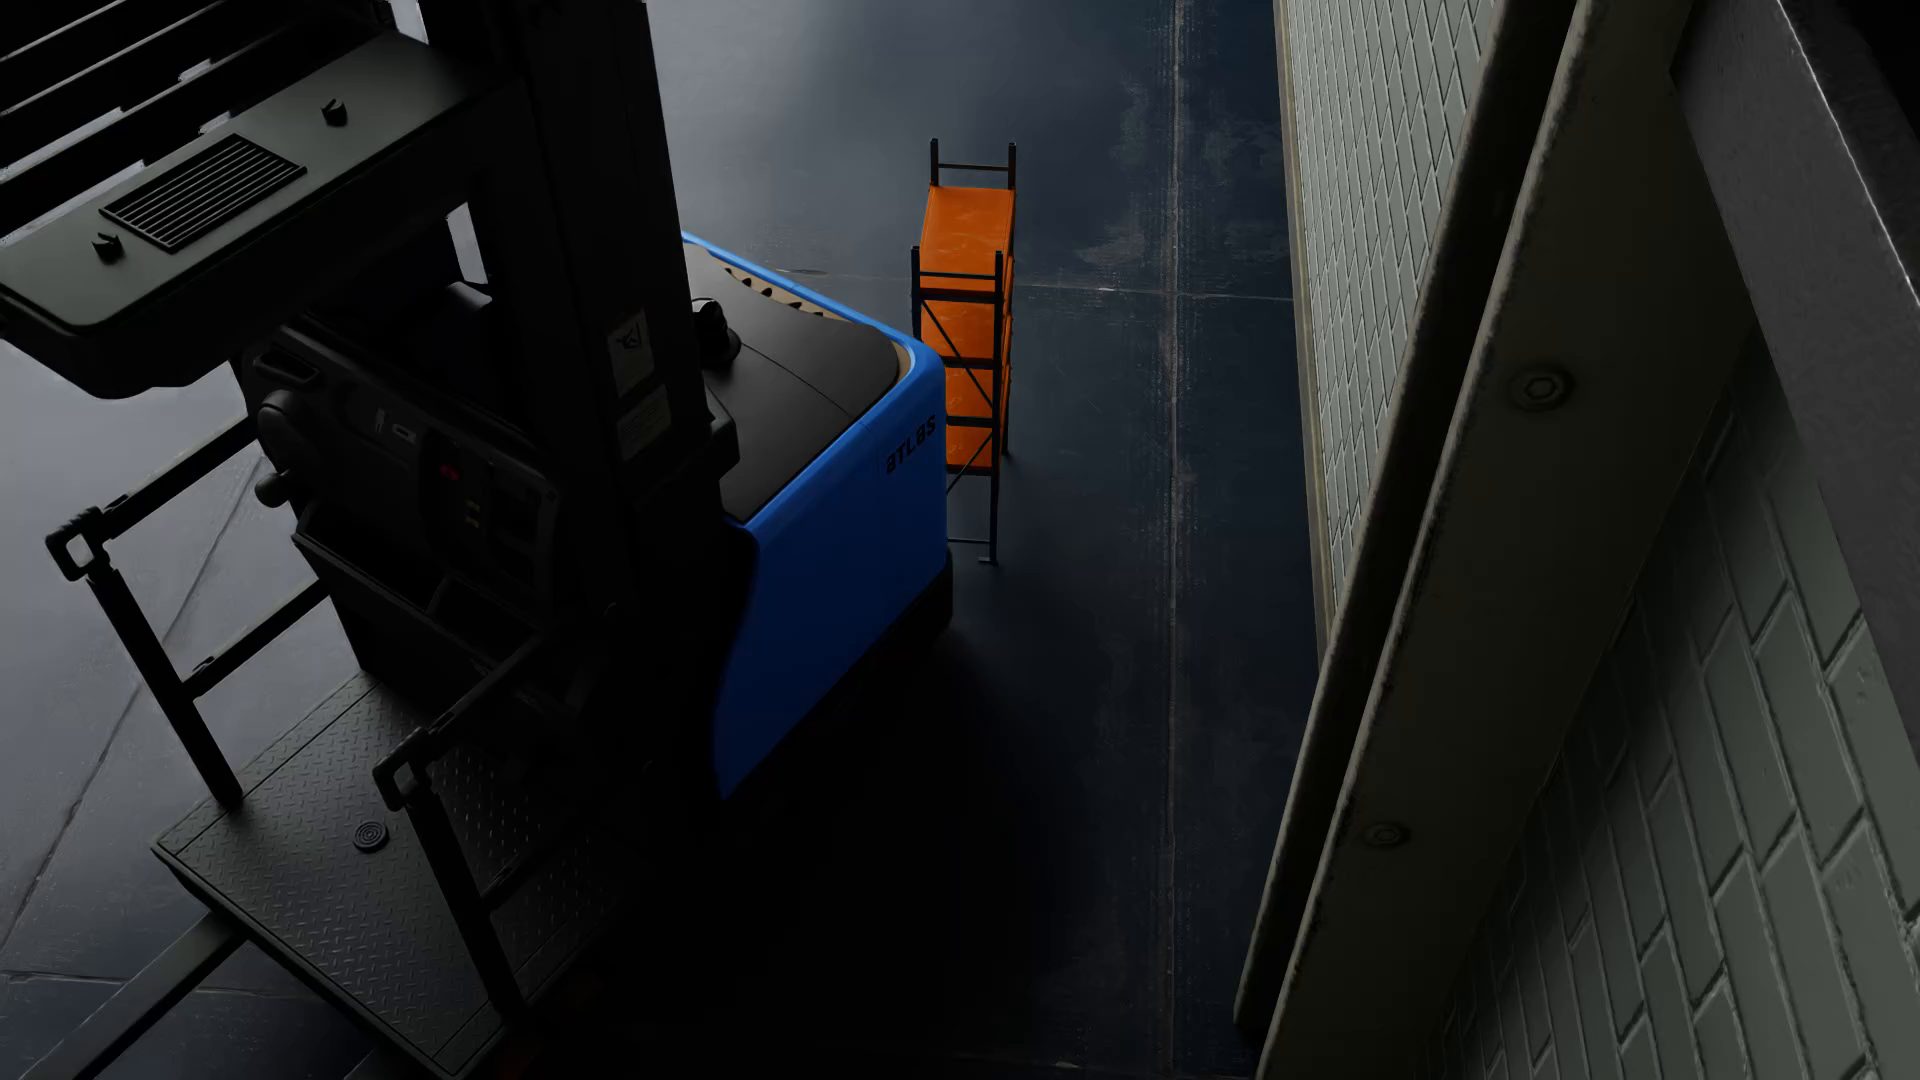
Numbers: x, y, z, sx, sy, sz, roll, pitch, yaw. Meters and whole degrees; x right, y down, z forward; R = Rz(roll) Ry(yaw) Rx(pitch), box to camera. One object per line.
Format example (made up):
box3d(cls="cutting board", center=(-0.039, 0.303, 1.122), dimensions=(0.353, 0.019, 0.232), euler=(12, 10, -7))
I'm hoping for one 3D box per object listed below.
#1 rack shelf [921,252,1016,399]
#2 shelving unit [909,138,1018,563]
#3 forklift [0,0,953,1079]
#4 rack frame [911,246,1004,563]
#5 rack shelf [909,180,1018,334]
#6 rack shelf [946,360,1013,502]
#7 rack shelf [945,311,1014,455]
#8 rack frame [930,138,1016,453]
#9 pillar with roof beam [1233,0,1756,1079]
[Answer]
box3d(cls="rack shelf", center=(0.015, -0.632, 4.803), dimensions=(0.258, 0.148, 0.480), euler=(4, 48, 4))
box3d(cls="shelving unit", center=(0.015, -0.527, 4.919), dimensions=(0.258, 1.200, 0.503), euler=(4, 48, 4))
box3d(cls="forklift", center=(-1.282, -0.057, 3.316), dimensions=(1.130, 2.935, 3.031), euler=(27, 53, 23))
box3d(cls="rack frame", center=(-0.007, -0.347, 4.755), dimensions=(0.240, 1.200, 0.015), euler=(4, 48, 4))
box3d(cls="rack shelf", center=(0.015, -0.792, 4.629), dimensions=(0.258, 0.148, 0.480), euler=(4, 48, 4))
box3d(cls="rack shelf", center=(0.015, -0.347, 5.115), dimensions=(0.258, 0.148, 0.480), euler=(4, 48, 4))
box3d(cls="rack shelf", center=(0.015, -0.481, 4.968), dimensions=(0.258, 0.148, 0.480), euler=(4, 48, 4))
box3d(cls="rack frame", center=(0.037, -0.706, 5.083), dimensions=(0.240, 1.200, 0.015), euler=(4, 48, 4))
box3d(cls="pillar with roof beam", center=(-3.463, -2.003, 0.984), dimensions=(9.100, 9.000, 0.400), euler=(4, 48, 4))
